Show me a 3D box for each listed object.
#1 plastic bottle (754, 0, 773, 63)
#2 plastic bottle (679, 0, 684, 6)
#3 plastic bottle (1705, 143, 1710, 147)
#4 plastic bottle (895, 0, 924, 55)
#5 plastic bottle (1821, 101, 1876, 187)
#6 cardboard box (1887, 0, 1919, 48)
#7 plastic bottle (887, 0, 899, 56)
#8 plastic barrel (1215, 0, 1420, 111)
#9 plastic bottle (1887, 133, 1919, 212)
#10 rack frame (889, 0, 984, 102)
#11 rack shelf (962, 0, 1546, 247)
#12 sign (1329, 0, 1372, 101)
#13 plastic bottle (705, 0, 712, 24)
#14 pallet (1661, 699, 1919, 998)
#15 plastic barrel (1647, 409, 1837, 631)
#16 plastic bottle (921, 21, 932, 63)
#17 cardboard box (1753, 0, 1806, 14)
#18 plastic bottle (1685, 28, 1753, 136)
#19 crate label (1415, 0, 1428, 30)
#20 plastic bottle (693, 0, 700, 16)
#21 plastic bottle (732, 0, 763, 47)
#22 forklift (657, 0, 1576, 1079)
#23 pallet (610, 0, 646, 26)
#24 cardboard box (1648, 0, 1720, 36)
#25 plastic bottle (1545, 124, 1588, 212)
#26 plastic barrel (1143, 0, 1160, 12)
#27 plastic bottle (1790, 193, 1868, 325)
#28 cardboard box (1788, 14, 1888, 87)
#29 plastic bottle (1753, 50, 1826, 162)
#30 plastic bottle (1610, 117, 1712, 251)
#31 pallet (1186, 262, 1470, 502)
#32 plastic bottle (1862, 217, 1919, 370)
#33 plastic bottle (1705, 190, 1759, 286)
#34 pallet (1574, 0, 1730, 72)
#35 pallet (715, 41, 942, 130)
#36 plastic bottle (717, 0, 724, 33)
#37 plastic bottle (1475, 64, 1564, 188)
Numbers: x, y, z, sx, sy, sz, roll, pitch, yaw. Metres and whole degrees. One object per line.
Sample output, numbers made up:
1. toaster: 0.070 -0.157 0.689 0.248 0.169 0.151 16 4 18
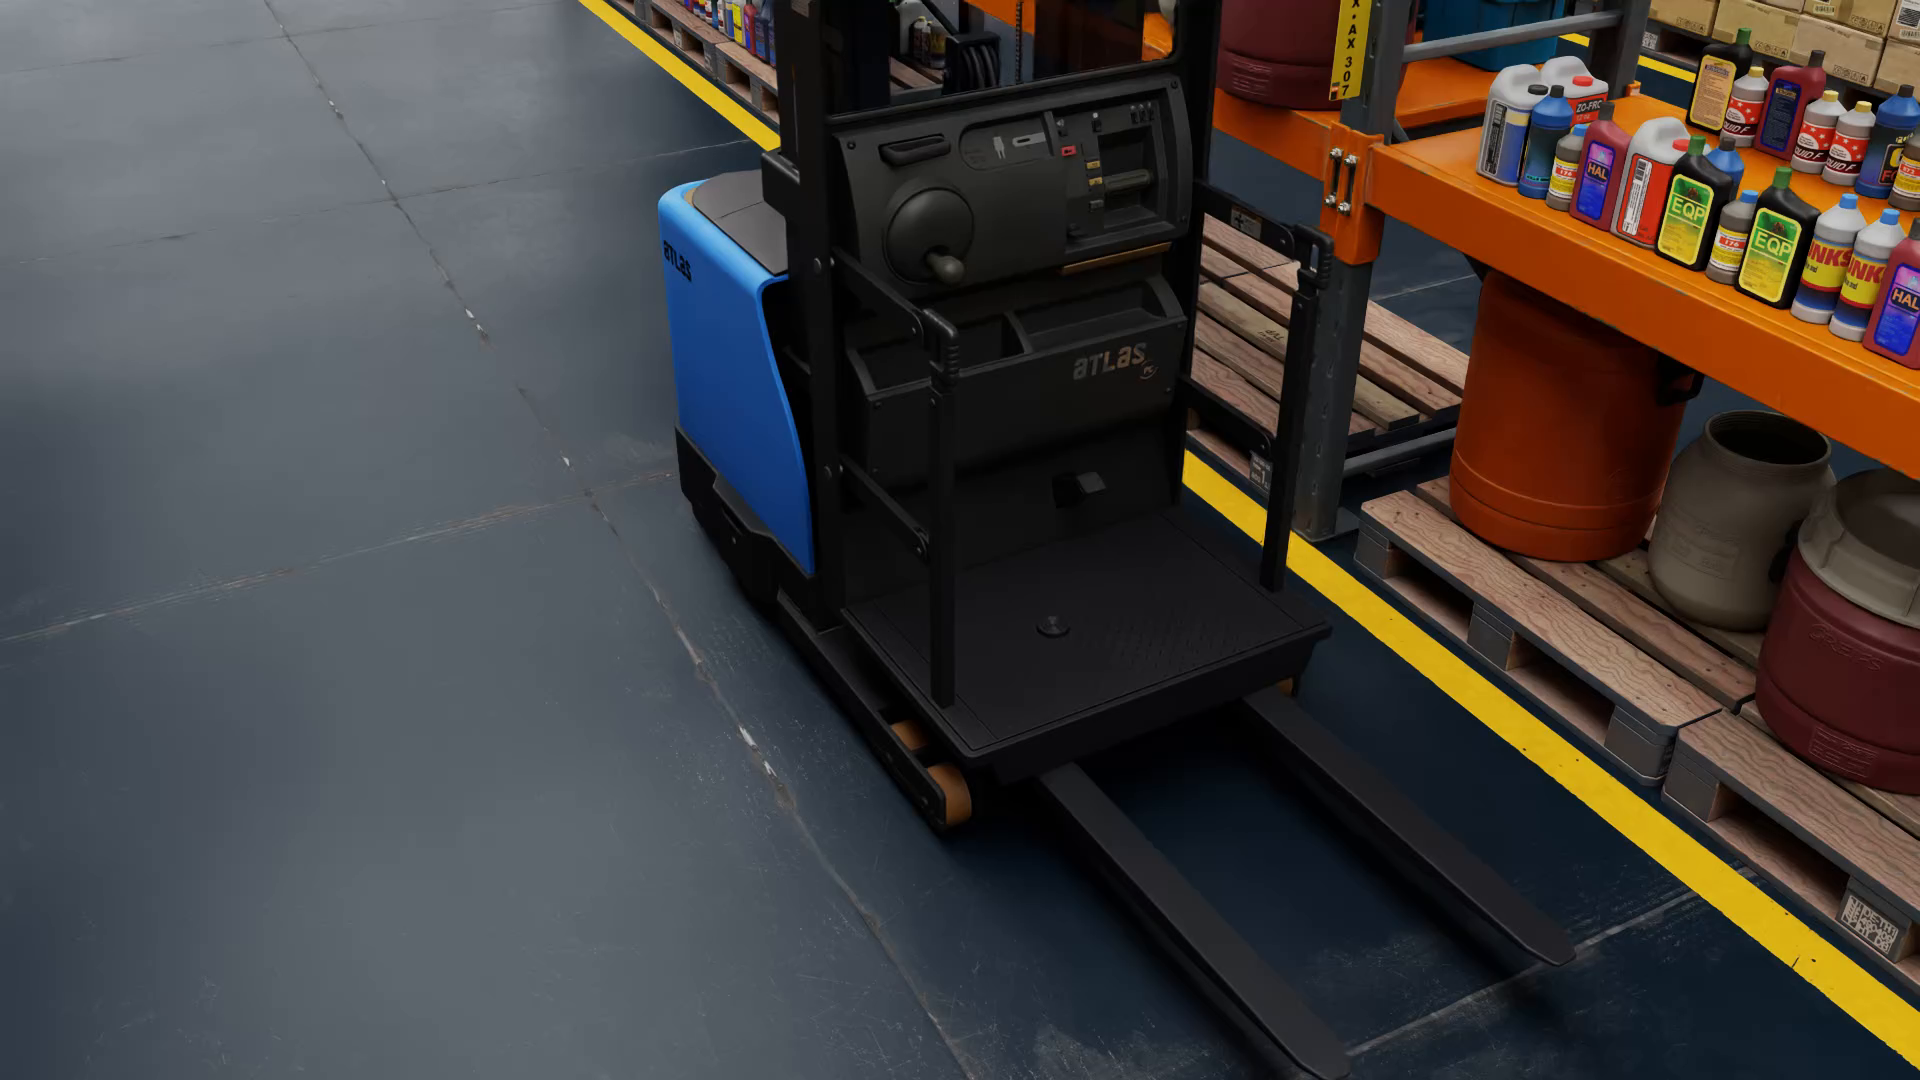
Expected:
1. plastic bottle: -0.992 -2.704 8.738 0.144 0.351 0.185 -18 37 -25
2. plastic bottle: -1.595 -3.231 9.698 0.097 0.201 0.097 0 33 0
3. plastic bottle: 1.751 -0.847 3.975 0.097 0.201 0.097 0 33 0
4. plastic bottle: -0.283 -2.756 8.888 0.152 0.276 0.135 -15 35 -21
5. plastic bottle: 2.274 -1.013 4.235 0.097 0.201 0.097 0 33 0
6. cardboard box: 4.958 -2.574 8.127 0.500 0.311 0.500 -16 36 -23
7. plastic bottle: -0.377 -2.732 8.844 0.061 0.283 0.133 -16 36 -23
8. plastic barrel: 1.033 -1.601 4.843 0.600 0.536 0.708 -16 36 -23
9. plastic bottle: 2.365 -0.920 4.090 0.097 0.201 0.097 0 33 0
10. rack frame: -0.348 -3.308 7.633 1.000 3.000 0.127 -16 36 -23
11. rack shelf: 0.585 -2.050 6.337 1.077 0.370 4.000 -16 36 -23
12. sign: 1.034 -1.326 4.388 0.100 0.325 0.005 -16 36 -23
13. plastic bottle: -1.390 -3.022 9.372 0.097 0.201 0.097 0 33 0
14. pallet: 2.487 0.722 3.927 1.003 0.211 1.213 -16 36 -23
15. plastic barrel: 2.103 -0.052 4.468 0.421 0.512 0.421 0 33 0
16. plastic bottle: -0.156 -2.626 8.754 0.097 0.201 0.097 0 33 0
17. cardboard box: 4.480 -3.060 8.886 0.500 0.311 0.500 -17 36 -25
18. plastic bottle: 2.083 -1.264 4.551 0.061 0.283 0.133 -16 36 -23
19. crate label: 1.293 -1.956 5.490 0.502 0.435 0.616 -16 36 -23
20. plastic bottle: -1.483 -3.146 9.501 0.097 0.271 0.097 0 33 0
21. plastic bottle: -1.143 -2.858 8.979 0.144 0.351 0.185 -16 36 -23
22. forklift: 0.259 -0.800 3.781 1.130 2.935 3.031 -17 36 -24
23. pallet: -1.762 -3.629 10.719 1.003 0.211 1.213 -16 36 -23
24. cardboard box: 4.242 -3.072 9.424 0.500 0.250 0.500 -15 36 -22
25. plastic bottle: 1.508 -0.919 4.088 0.097 0.201 0.097 0 33 0
26. plastic barrel: 0.652 -2.084 5.619 0.421 0.512 0.421 0 33 0
27. plastic bottle: 1.848 -0.600 3.525 0.097 0.271 0.097 0 33 0
28. cardboard box: 4.722 -2.582 8.660 0.500 0.250 0.500 -15 36 -22
29. plastic bottle: 2.191 -1.154 4.379 0.061 0.283 0.133 -16 36 -23
30. plastic bottle: 1.649 -0.838 3.893 0.152 0.276 0.135 -16 36 -23
31. pallet: 1.190 -0.604 5.997 1.003 0.211 1.213 -16 36 -23
32. plastic bottle: 1.932 -0.499 3.357 0.061 0.283 0.133 -16 36 -23
33. plastic bottle: 1.741 -0.681 3.716 0.097 0.201 0.097 0 33 0
34. pallet: 4.414 -3.036 9.793 1.003 0.211 1.213 -16 36 -23
35. pallet: -0.624 -2.465 8.901 1.003 0.211 1.213 -16 36 -23
36. plastic bottle: -1.295 -2.923 9.219 0.097 0.201 0.097 0 33 0
37. plastic bottle: 1.433 -1.059 4.237 0.152 0.276 0.135 -16 36 -23
